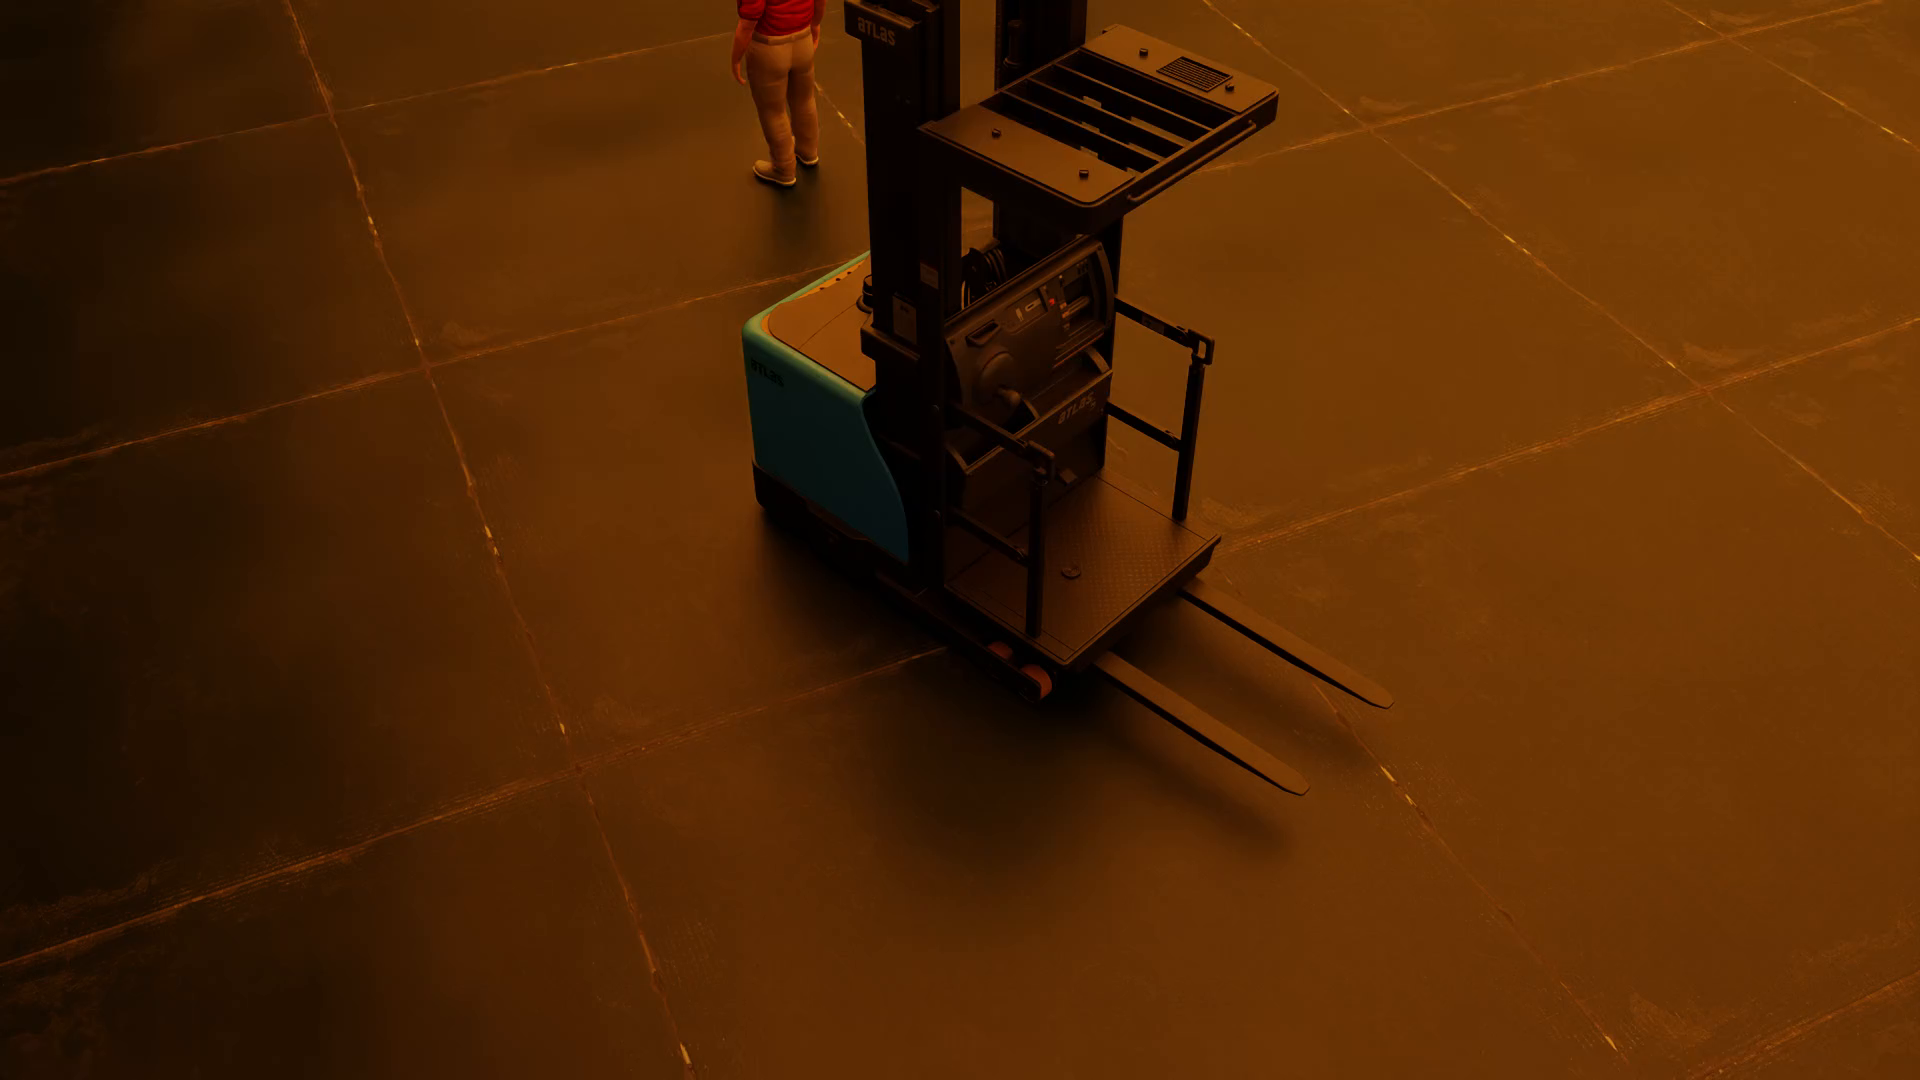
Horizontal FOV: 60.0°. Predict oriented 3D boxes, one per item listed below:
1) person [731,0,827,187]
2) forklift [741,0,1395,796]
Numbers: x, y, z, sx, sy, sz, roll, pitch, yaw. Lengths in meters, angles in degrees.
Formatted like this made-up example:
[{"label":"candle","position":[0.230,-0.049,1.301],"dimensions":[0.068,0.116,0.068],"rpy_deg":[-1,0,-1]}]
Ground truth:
[{"label":"person","position":[-1.093,-2.874,9.631],"dimensions":[0.640,1.727,0.551],"rpy_deg":[-30,51,-28]},{"label":"forklift","position":[0.445,-0.788,6.525],"dimensions":[3.031,2.935,1.130],"rpy_deg":[32,52,30]}]
